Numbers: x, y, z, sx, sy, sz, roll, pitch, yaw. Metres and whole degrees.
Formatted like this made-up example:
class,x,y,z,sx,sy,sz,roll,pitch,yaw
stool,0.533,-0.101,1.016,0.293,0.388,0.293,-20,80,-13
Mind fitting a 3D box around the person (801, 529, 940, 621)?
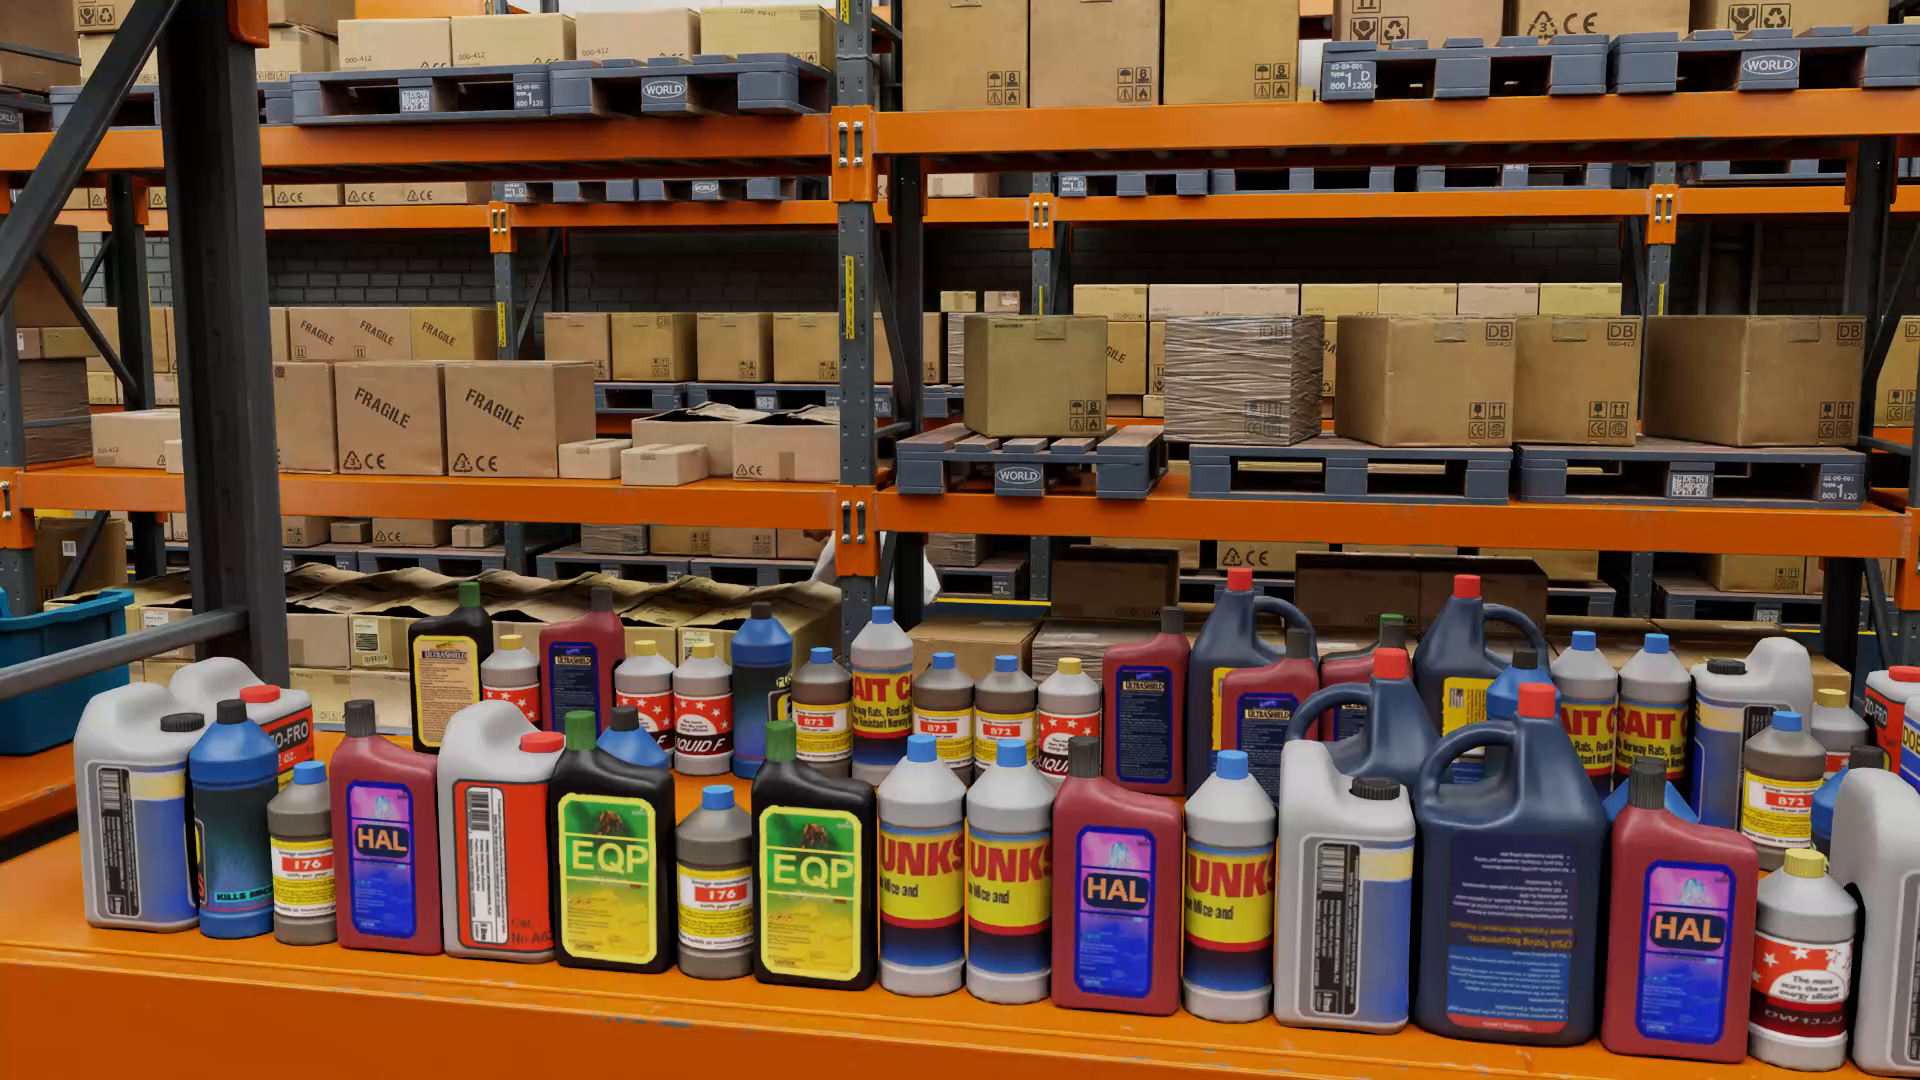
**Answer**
class,x,y,z,sx,sy,sz,roll,pitch,yaw
person,-0.573,0.256,9.428,0.916,0.985,0.613,2,8,11
